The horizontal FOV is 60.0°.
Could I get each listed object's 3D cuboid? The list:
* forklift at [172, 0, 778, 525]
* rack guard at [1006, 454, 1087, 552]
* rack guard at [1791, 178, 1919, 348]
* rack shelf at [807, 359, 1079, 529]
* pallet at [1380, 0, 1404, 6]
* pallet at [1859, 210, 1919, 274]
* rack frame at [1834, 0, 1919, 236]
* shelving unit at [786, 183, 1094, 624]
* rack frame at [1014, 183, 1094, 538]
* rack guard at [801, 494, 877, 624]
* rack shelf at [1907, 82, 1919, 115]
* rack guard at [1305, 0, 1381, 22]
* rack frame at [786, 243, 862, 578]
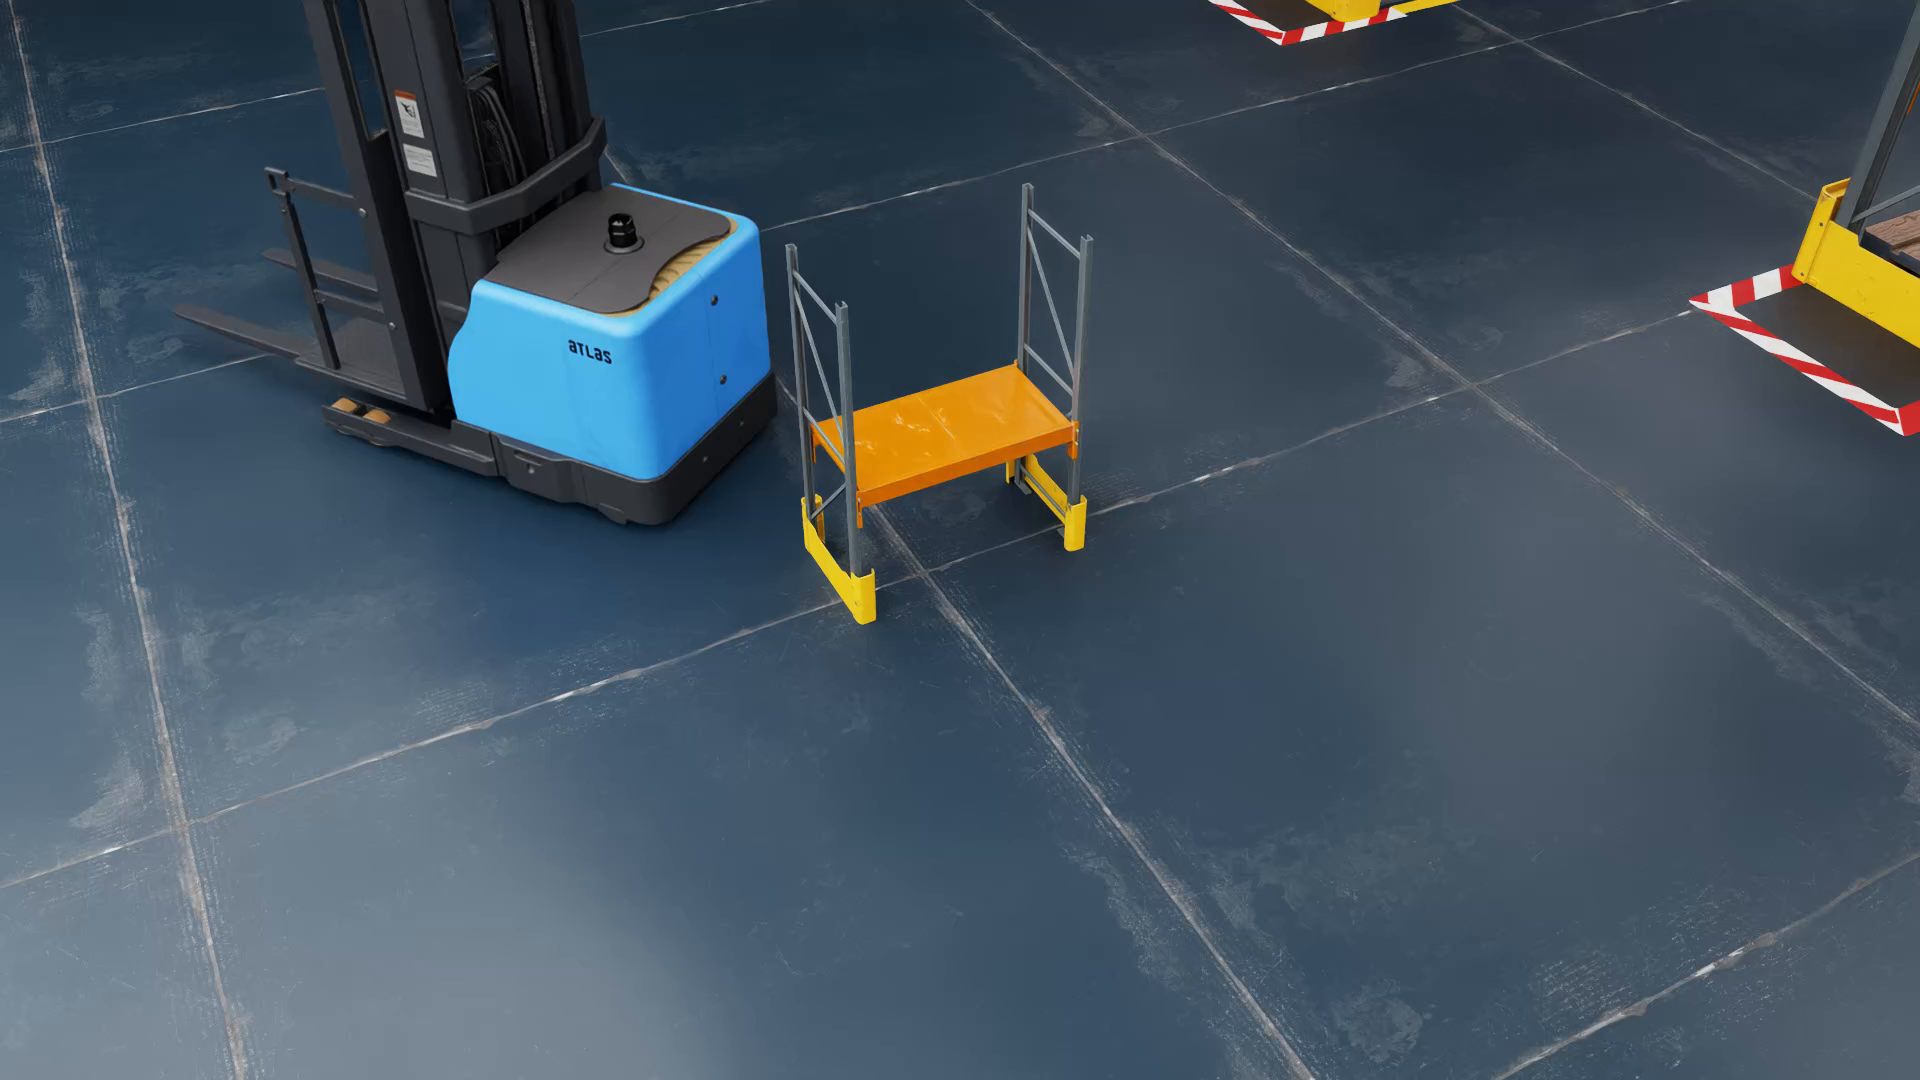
[{"bbox_3d":[-2.415,-1.846,7.162,3.031,2.935,1.130,18,43,20],"label":"forklift"},{"bbox_3d":[0.374,-0.221,7.318,0.087,0.250,0.587,-19,44,-21],"label":"rack guard"},{"bbox_3d":[4.869,-1.349,8.456,0.348,0.500,1.175,-19,44,-21],"label":"rack guard"},{"bbox_3d":[-0.076,-0.410,6.852,1.000,0.185,0.538,-19,44,-21],"label":"rack shelf"},{"bbox_3d":[3.197,-4.281,12.143,1.213,0.211,1.003,-19,44,-21],"label":"pallet"},{"bbox_3d":[5.592,-1.478,8.832,1.213,0.211,1.003,-19,44,-21],"label":"pallet"},{"bbox_3d":[4.823,-2.253,7.590,0.127,3.000,1.000,-19,44,-21],"label":"rack frame"},{"bbox_3d":[-0.068,-0.550,6.739,1.083,1.500,0.587,-19,44,-21],"label":"shelving unit"},{"bbox_3d":[0.375,-0.699,6.915,0.032,1.500,0.500,-19,44,-21],"label":"rack frame"},{"bbox_3d":[-0.509,0.076,6.967,0.087,0.250,0.587,-19,44,-21],"label":"rack guard"},{"bbox_3d":[6.597,-2.575,8.528,4.000,0.370,1.077,-19,44,-21],"label":"rack shelf"},{"bbox_3d":[2.517,-4.131,11.744,0.348,0.500,1.175,-19,44,-21],"label":"rack guard"},{"bbox_3d":[-0.527,-0.395,6.556,0.032,1.500,0.500,-19,44,-21],"label":"rack frame"}]
